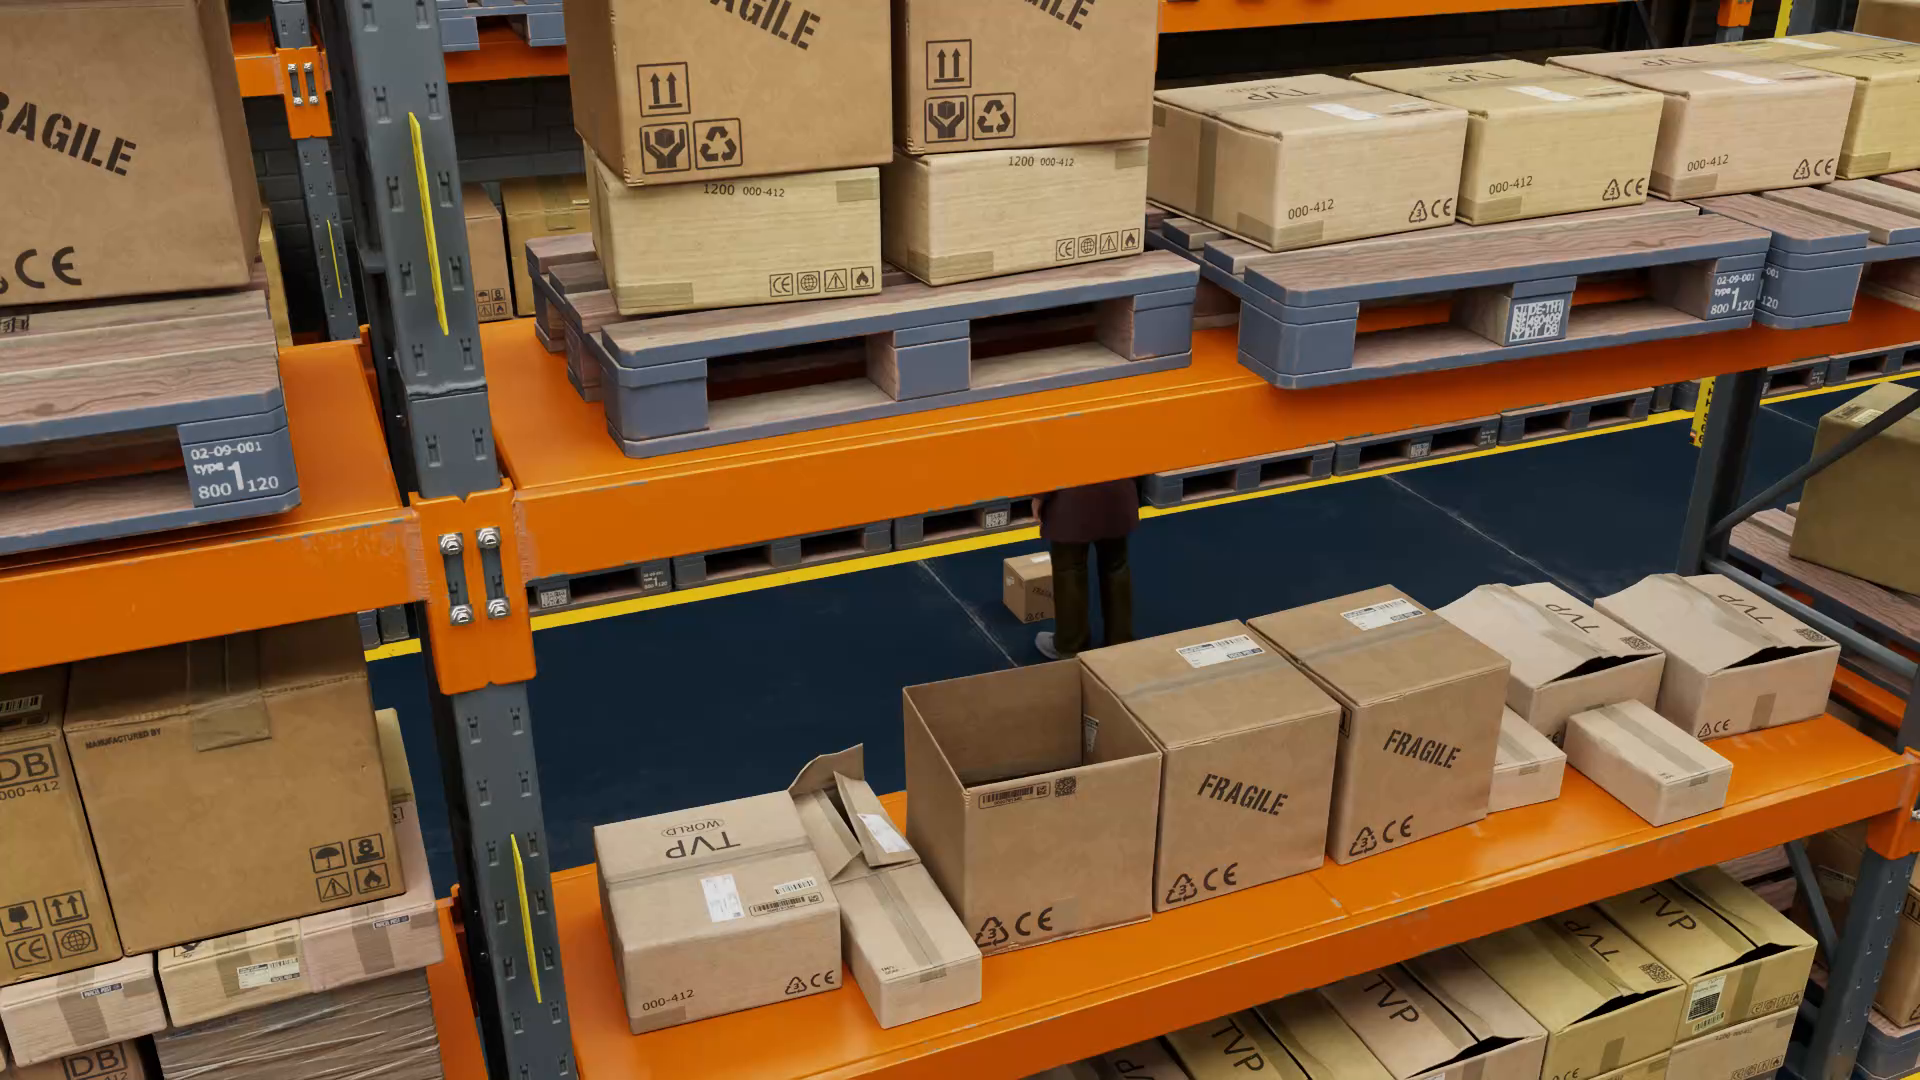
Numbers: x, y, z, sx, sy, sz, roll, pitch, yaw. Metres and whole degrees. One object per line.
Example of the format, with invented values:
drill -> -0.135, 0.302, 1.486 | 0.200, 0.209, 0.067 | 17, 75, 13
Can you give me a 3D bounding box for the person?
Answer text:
person -> 0.579, -0.227, 7.623 | 0.582, 1.806, 0.415 | -10, 27, -20
